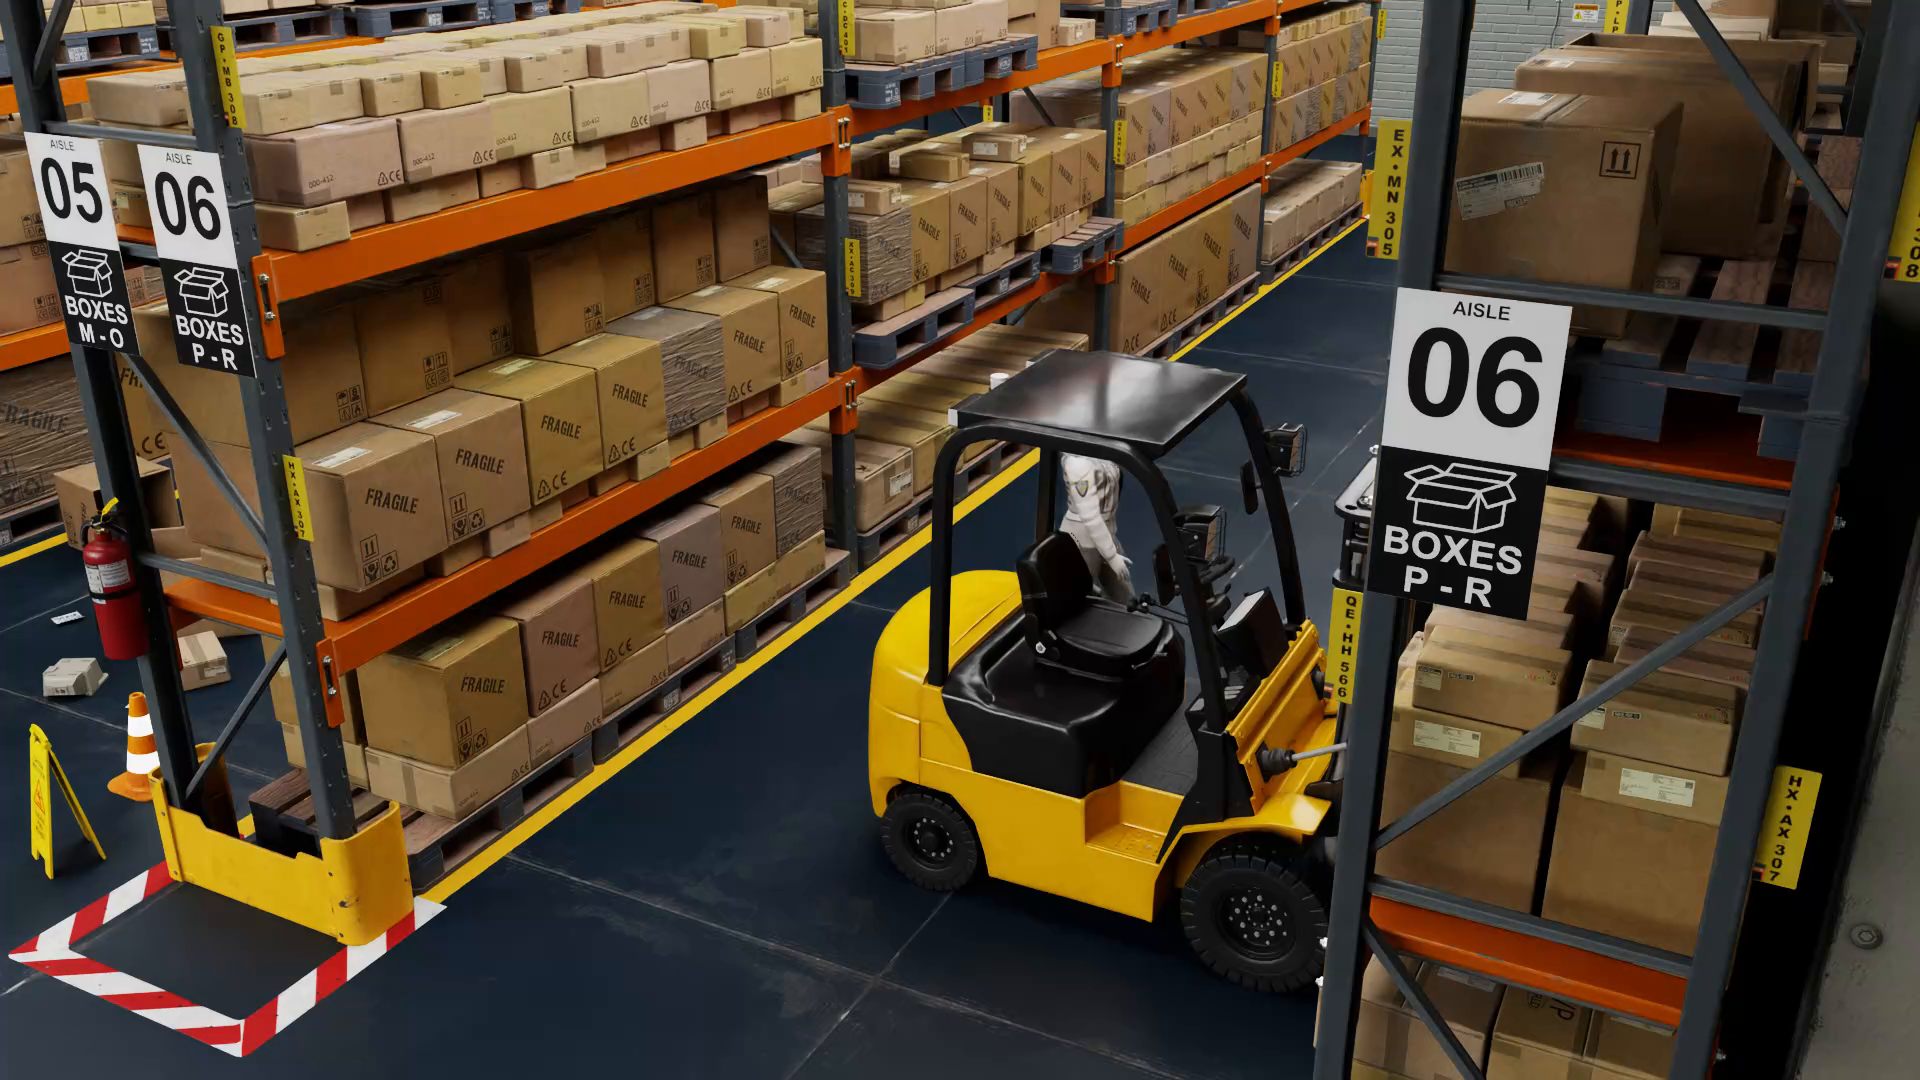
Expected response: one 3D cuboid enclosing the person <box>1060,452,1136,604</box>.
[{"bbox_3d":[0.703,0.001,8.552,0.902,1.645,0.505,5,23,12],"label":"person"}]
